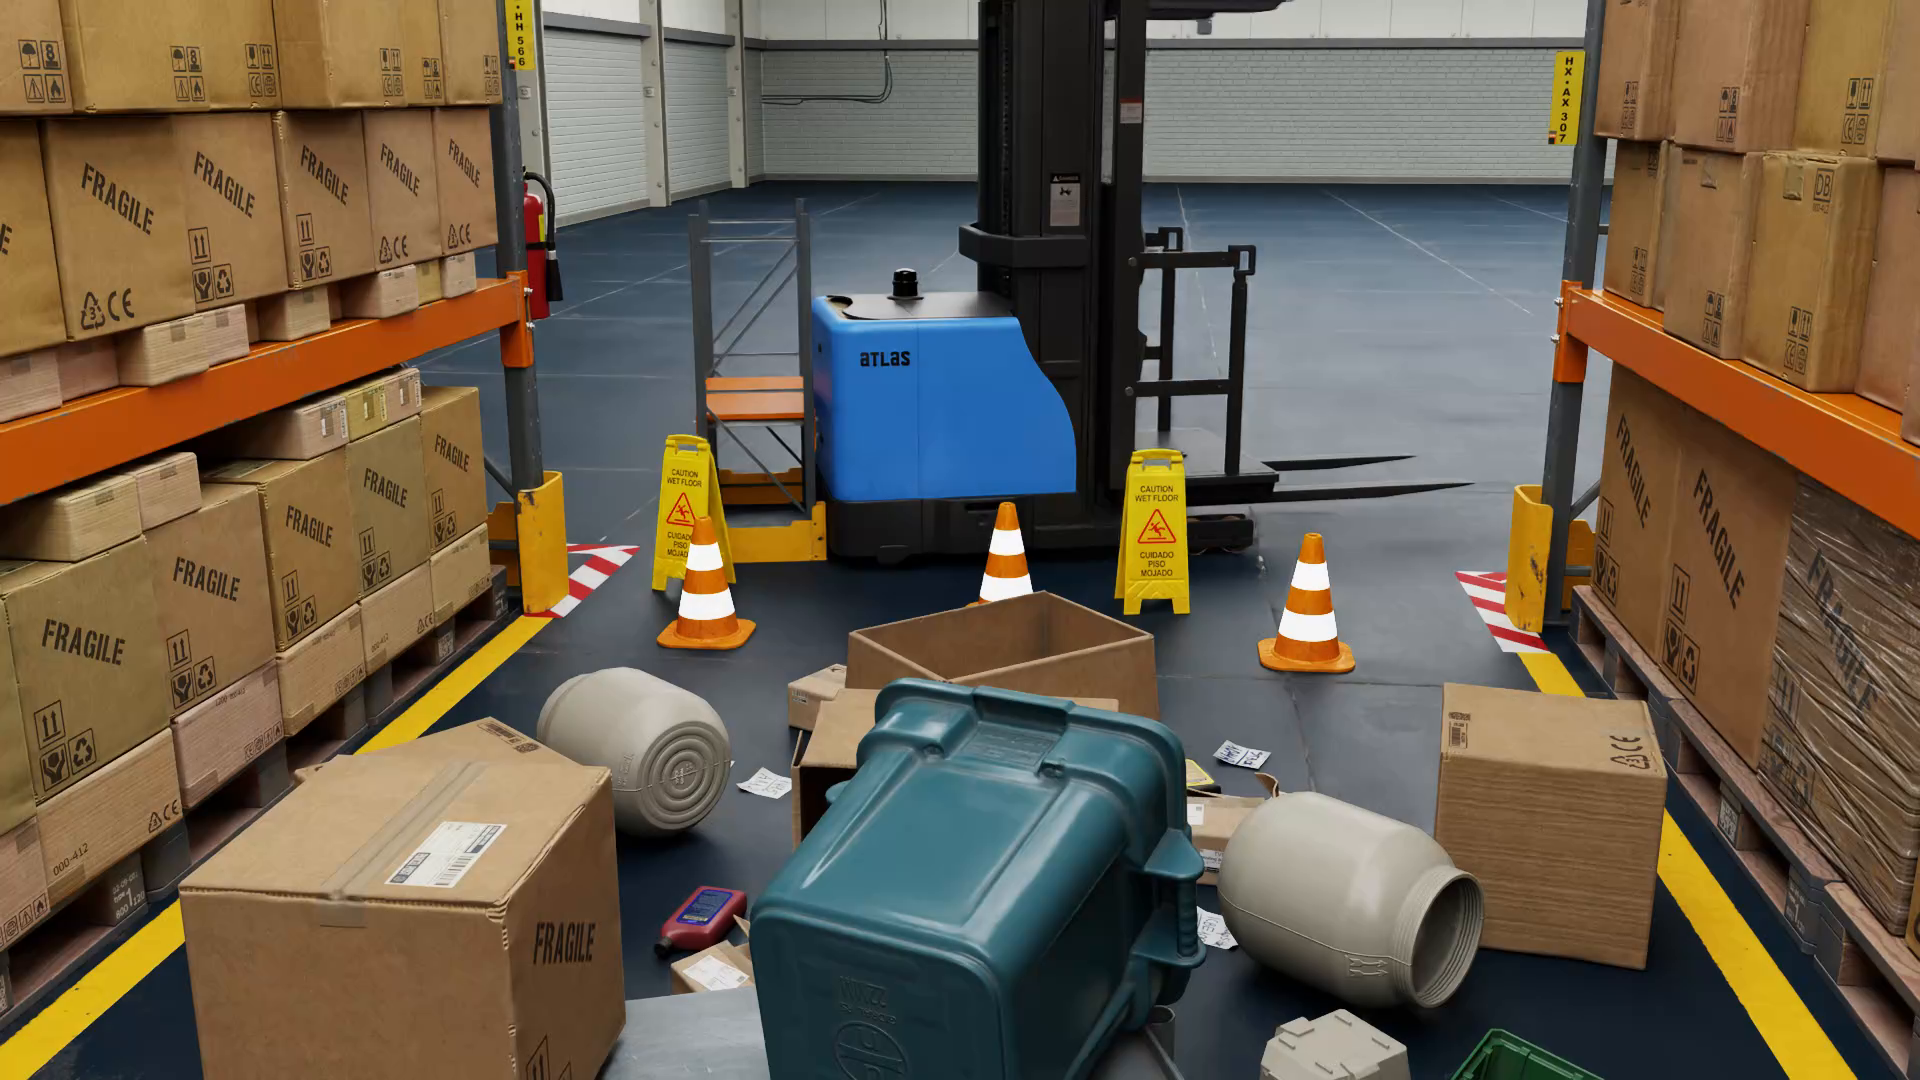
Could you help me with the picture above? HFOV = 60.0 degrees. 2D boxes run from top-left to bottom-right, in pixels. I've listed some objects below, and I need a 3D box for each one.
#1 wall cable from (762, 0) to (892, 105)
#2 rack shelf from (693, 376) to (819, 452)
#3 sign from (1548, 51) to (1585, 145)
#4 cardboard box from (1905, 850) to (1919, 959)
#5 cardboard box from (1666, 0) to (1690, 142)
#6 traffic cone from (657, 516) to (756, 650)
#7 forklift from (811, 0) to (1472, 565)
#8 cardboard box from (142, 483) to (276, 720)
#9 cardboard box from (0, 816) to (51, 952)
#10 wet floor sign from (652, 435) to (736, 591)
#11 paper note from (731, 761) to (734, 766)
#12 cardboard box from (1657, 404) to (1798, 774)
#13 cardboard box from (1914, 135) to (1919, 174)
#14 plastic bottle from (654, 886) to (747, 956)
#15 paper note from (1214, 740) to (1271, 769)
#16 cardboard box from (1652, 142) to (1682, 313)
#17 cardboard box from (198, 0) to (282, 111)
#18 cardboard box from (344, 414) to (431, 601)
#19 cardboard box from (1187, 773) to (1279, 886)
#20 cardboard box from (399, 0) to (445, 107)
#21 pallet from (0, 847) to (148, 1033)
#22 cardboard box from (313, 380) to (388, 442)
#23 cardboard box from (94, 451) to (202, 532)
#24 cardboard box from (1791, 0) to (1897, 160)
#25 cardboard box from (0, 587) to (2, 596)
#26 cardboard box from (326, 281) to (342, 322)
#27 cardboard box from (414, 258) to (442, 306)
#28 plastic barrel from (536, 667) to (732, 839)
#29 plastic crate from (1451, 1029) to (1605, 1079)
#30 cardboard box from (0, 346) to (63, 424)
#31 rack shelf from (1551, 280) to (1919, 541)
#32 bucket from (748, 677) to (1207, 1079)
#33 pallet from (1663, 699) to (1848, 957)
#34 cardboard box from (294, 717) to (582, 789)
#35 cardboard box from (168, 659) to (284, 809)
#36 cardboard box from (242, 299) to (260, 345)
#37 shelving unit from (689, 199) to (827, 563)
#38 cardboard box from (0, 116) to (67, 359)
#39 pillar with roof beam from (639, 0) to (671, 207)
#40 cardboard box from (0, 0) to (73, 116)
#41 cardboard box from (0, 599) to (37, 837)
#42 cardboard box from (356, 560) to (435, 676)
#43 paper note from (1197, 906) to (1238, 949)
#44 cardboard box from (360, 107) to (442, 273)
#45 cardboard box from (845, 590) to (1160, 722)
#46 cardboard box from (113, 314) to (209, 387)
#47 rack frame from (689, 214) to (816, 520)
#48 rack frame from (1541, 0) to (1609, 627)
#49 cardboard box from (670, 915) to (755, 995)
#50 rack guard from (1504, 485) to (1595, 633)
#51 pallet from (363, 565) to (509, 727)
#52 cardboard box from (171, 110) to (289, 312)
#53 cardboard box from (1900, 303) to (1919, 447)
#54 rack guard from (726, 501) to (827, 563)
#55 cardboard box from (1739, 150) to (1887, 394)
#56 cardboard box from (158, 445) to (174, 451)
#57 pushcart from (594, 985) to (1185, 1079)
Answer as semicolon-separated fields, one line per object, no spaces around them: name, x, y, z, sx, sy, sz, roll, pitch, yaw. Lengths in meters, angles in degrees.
wall cable;-3.070;-11.131;37.534;3.097;2.526;0.112;2;15;6
rack shelf;-0.936;-0.593;7.672;0.538;0.185;1.000;-2;15;-6
sign;2.184;-1.591;5.988;0.100;0.325;0.005;2;15;6
cardboard box;2.424;0.583;3.027;0.875;0.875;0.875;2;15;7
cardboard box;2.684;-1.470;4.996;0.875;0.550;0.550;2;15;6
traffic cone;-0.962;0.138;6.266;0.336;0.463;0.334;2;15;6
forklift;0.853;-1.477;7.510;3.031;2.935;1.130;-3;15;-11
cardboard box;-2.203;0.145;4.406;0.500;0.500;0.500;3;15;9
cardboard box;-2.311;0.781;3.492;0.500;0.250;0.500;1;15;4
wet floor sign;-1.110;-0.118;6.861;0.267;0.644;0.232;7;17;25
paper note;-0.718;0.697;5.065;0.032;0.001;0.123;2;15;6
cardboard box;2.627;0.112;4.766;0.875;0.875;0.875;1;15;5
cardboard box;2.306;-0.914;2.939;0.875;0.550;0.550;2;15;6
plastic bottle;-0.637;0.940;4.068;0.133;0.061;0.283;4;16;16
paper note;0.876;0.663;5.154;0.144;0.017;0.142;7;17;25
cardboard box;2.698;-0.948;5.135;0.875;0.550;0.550;2;15;6
cardboard box;-2.250;-1.380;4.343;0.700;0.500;0.500;2;15;6
cardboard box;-2.082;-0.123;5.396;0.500;0.500;0.500;2;15;8
cardboard box;0.647;0.740;4.415;0.396;0.266;0.258;4;16;16
cardboard box;-2.100;-1.641;5.307;0.700;0.500;0.500;2;15;7
pallet;-2.606;0.972;3.663;1.003;0.211;1.213;2;15;6
cardboard box;-2.032;-0.409;5.212;0.380;0.149;0.250;2;15;7
cardboard box;-2.154;-0.128;4.174;0.380;0.149;0.250;3;15;9
cardboard box;2.555;-1.187;3.951;0.875;0.550;0.500;2;15;6
cardboard box;-2.238;0.075;3.423;0.380;0.149;0.250;2;15;7
cardboard box;-2.161;-0.747;5.159;0.380;0.149;0.250;2;15;7
cardboard box;-1.993;-0.877;5.640;0.380;0.149;0.250;1;15;5
plastic barrel;-0.924;0.588;4.678;0.421;0.421;0.512;-14;20;-42
plastic crate;1.001;1.167;2.878;0.450;0.188;0.662;22;25;31
cardboard box;-2.253;-0.350;3.691;0.380;0.149;0.250;2;15;8
rack shelf;2.509;-0.251;4.221;1.077;0.370;4.000;2;15;6
bucket;0.008;0.664;2.819;0.726;0.611;0.620;7;27;25
pallet;2.582;0.755;4.467;1.003;0.211;1.213;2;15;6
cardboard box;-1.173;0.769;3.857;0.500;0.500;0.500;-14;20;-42
cardboard box;-2.205;0.504;4.514;0.500;0.250;0.500;1;15;6
cardboard box;-2.216;-0.616;4.675;0.380;0.149;0.250;2;15;6
shelving unit;-0.935;-0.765;7.616;0.587;1.500;1.083;-2;15;-6
cardboard box;-2.286;-0.628;3.475;0.500;0.500;0.500;2;15;6
pillar with roof beam;-1.116;-10.221;28.223;9.100;9.000;0.400;2;15;6
cardboard box;-2.302;-1.113;3.355;0.700;0.500;0.500;2;15;7
cardboard box;-2.311;0.419;3.394;0.500;0.500;0.500;2;15;9
cardboard box;-2.085;0.240;5.491;0.500;0.250;0.500;2;15;6
paper note;0.618;0.952;4.099;0.172;0.023;0.155;7;17;25
cardboard box;-2.044;-1.150;5.406;0.500;0.500;0.500;2;15;6
cardboard box;0.122;0.499;4.853;0.797;0.503;0.637;-10;18;-32
cardboard box;-2.138;-0.481;4.177;0.380;0.149;0.250;2;15;7
rack frame;-0.880;-0.635;7.137;0.500;1.500;0.032;-2;15;-6
rack frame;2.735;-1.117;6.046;1.000;3.000;0.127;2;15;6
cardboard box;-0.422;0.973;3.556;0.258;0.266;0.396;-10;18;-32
rack guard;2.738;0.084;6.395;1.175;0.500;0.348;2;15;6
pallet;-2.330;0.339;6.004;1.003;0.211;1.213;2;15;6
cardboard box;-2.179;-0.889;4.442;0.500;0.500;0.500;2;15;7
cardboard box;2.353;-0.391;3.075;0.875;0.550;0.550;2;15;6
rack guard;-0.880;-0.032;7.302;0.587;0.250;0.087;-2;15;-6
cardboard box;2.491;-0.668;4.099;0.875;0.550;0.500;2;15;6
cardboard box;-2.682;-0.001;4.945;0.500;0.500;0.500;2;15;7
pushcart;-0.375;1.121;2.793;1.648;0.377;0.936;-4;16;-13
